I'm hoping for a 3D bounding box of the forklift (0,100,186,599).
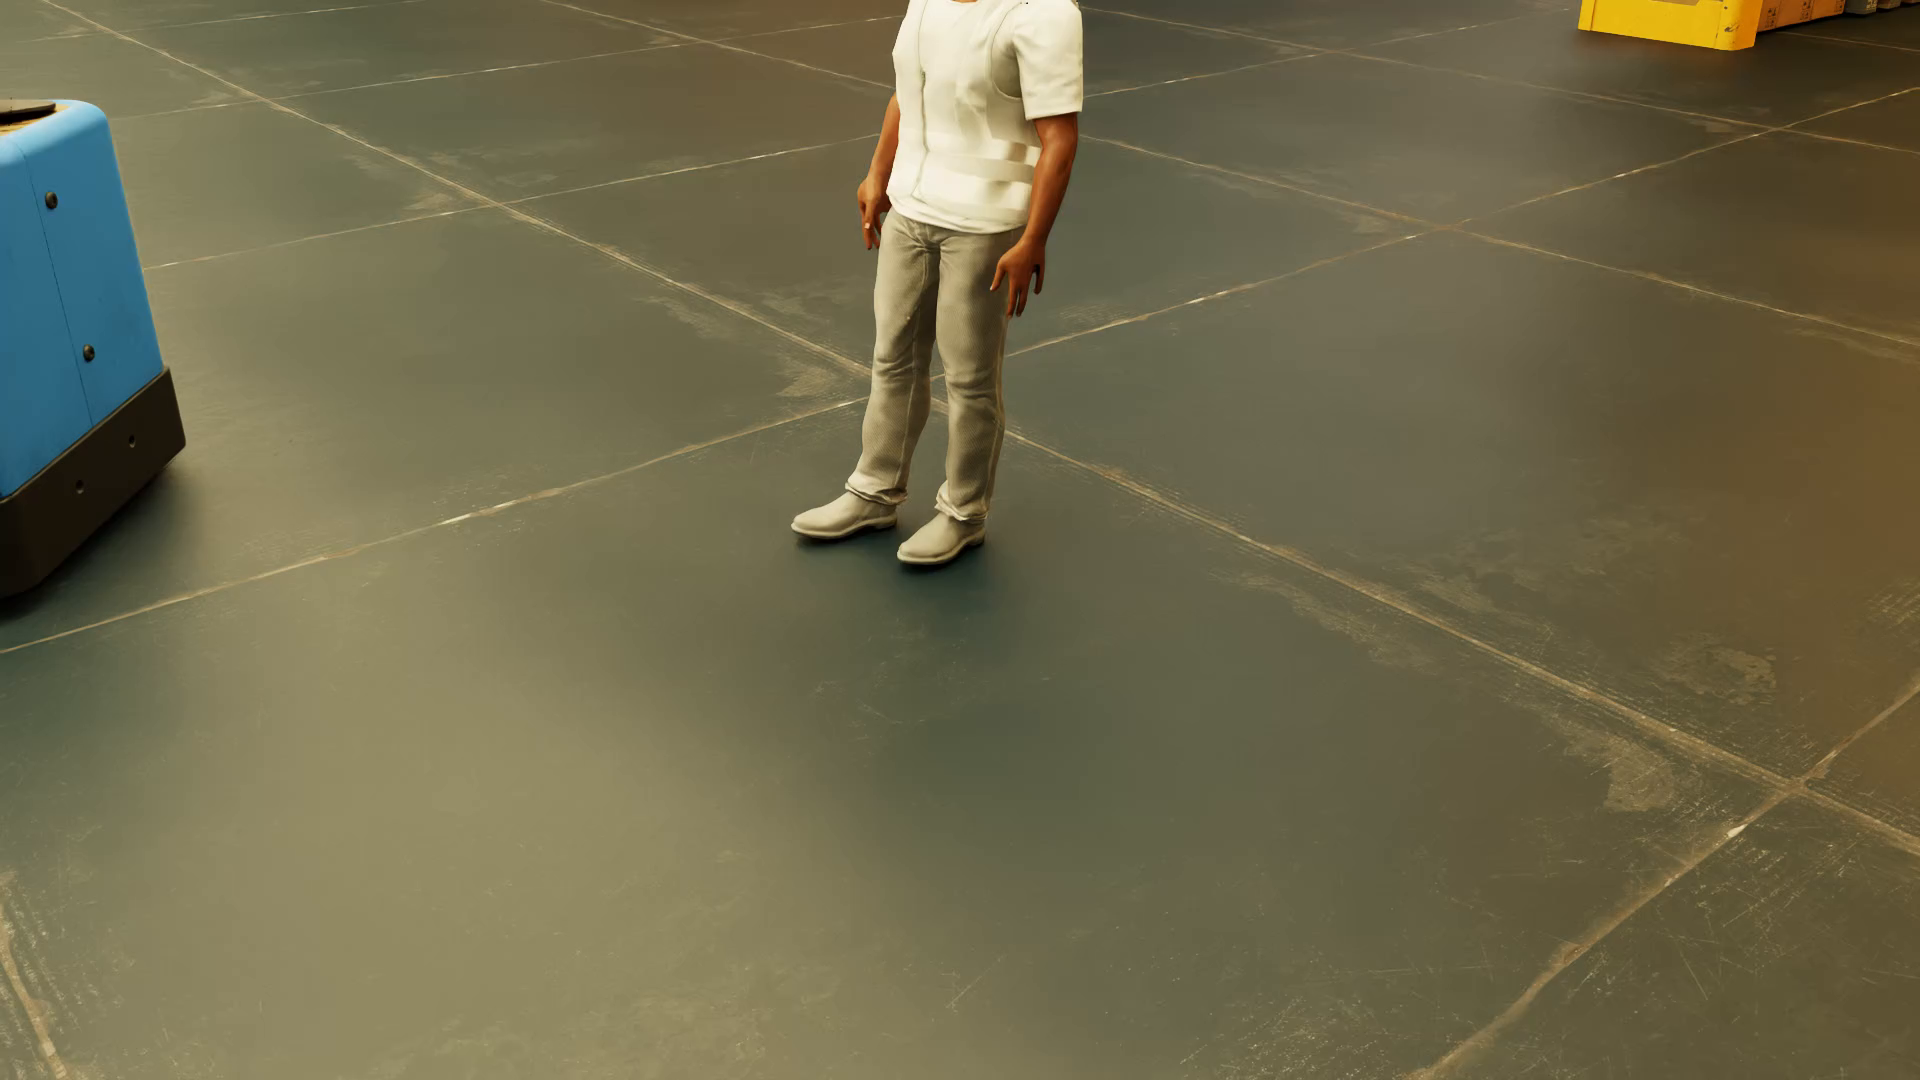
[{"bbox_3d":[-3.795,-1.333,3.890,3.031,2.935,1.130,0,26,0],"label":"forklift"}]

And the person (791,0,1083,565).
[{"bbox_3d":[-0.057,-0.779,4.069,0.575,1.768,0.666,-20,33,-35],"label":"person"}]
